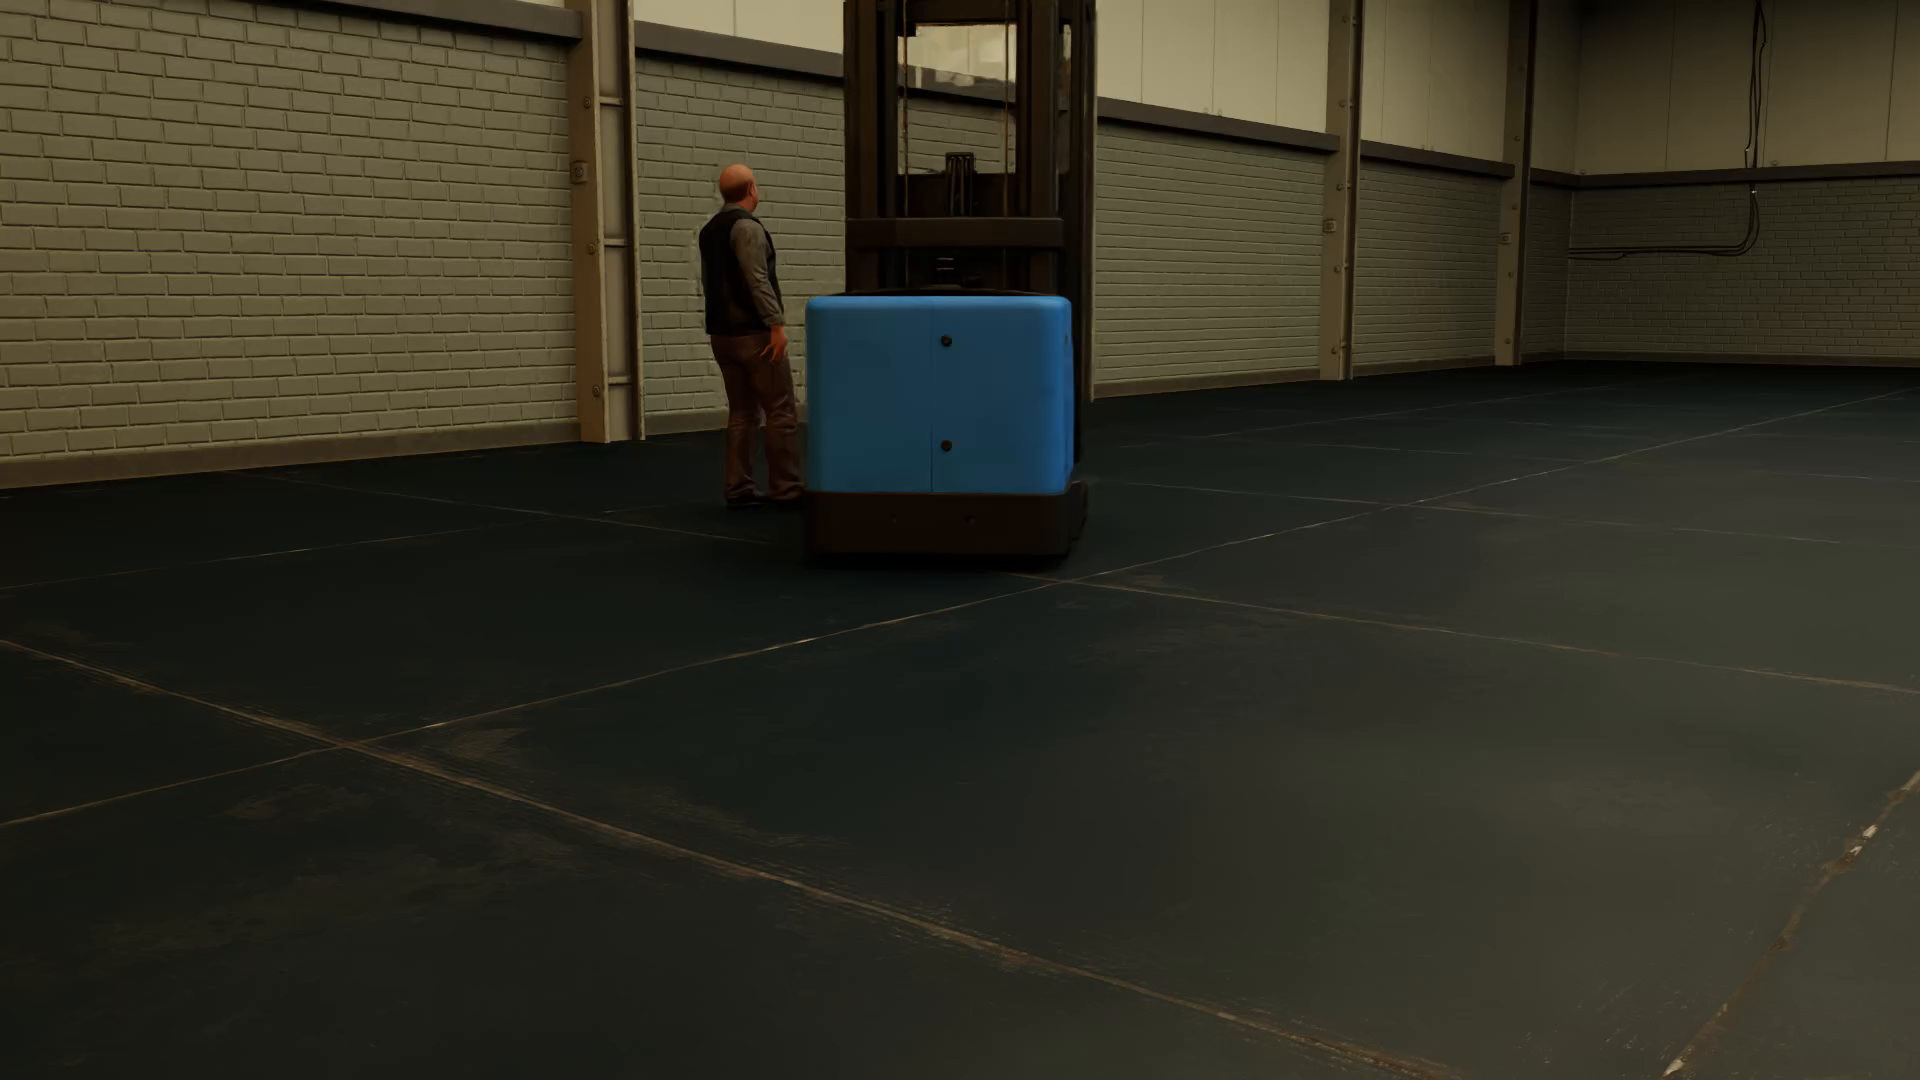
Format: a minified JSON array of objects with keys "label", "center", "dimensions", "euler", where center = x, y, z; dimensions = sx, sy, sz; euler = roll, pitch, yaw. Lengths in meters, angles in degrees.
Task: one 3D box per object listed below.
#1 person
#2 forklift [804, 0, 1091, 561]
[{"label":"person","center":[-1.012,-1.019,8.426],"dimensions":[0.559,1.721,0.656],"euler":[-6,10,-37]},{"label":"forklift","center":[0.047,-1.542,7.817],"dimensions":[1.130,2.935,3.031],"euler":[1,8,6]}]
